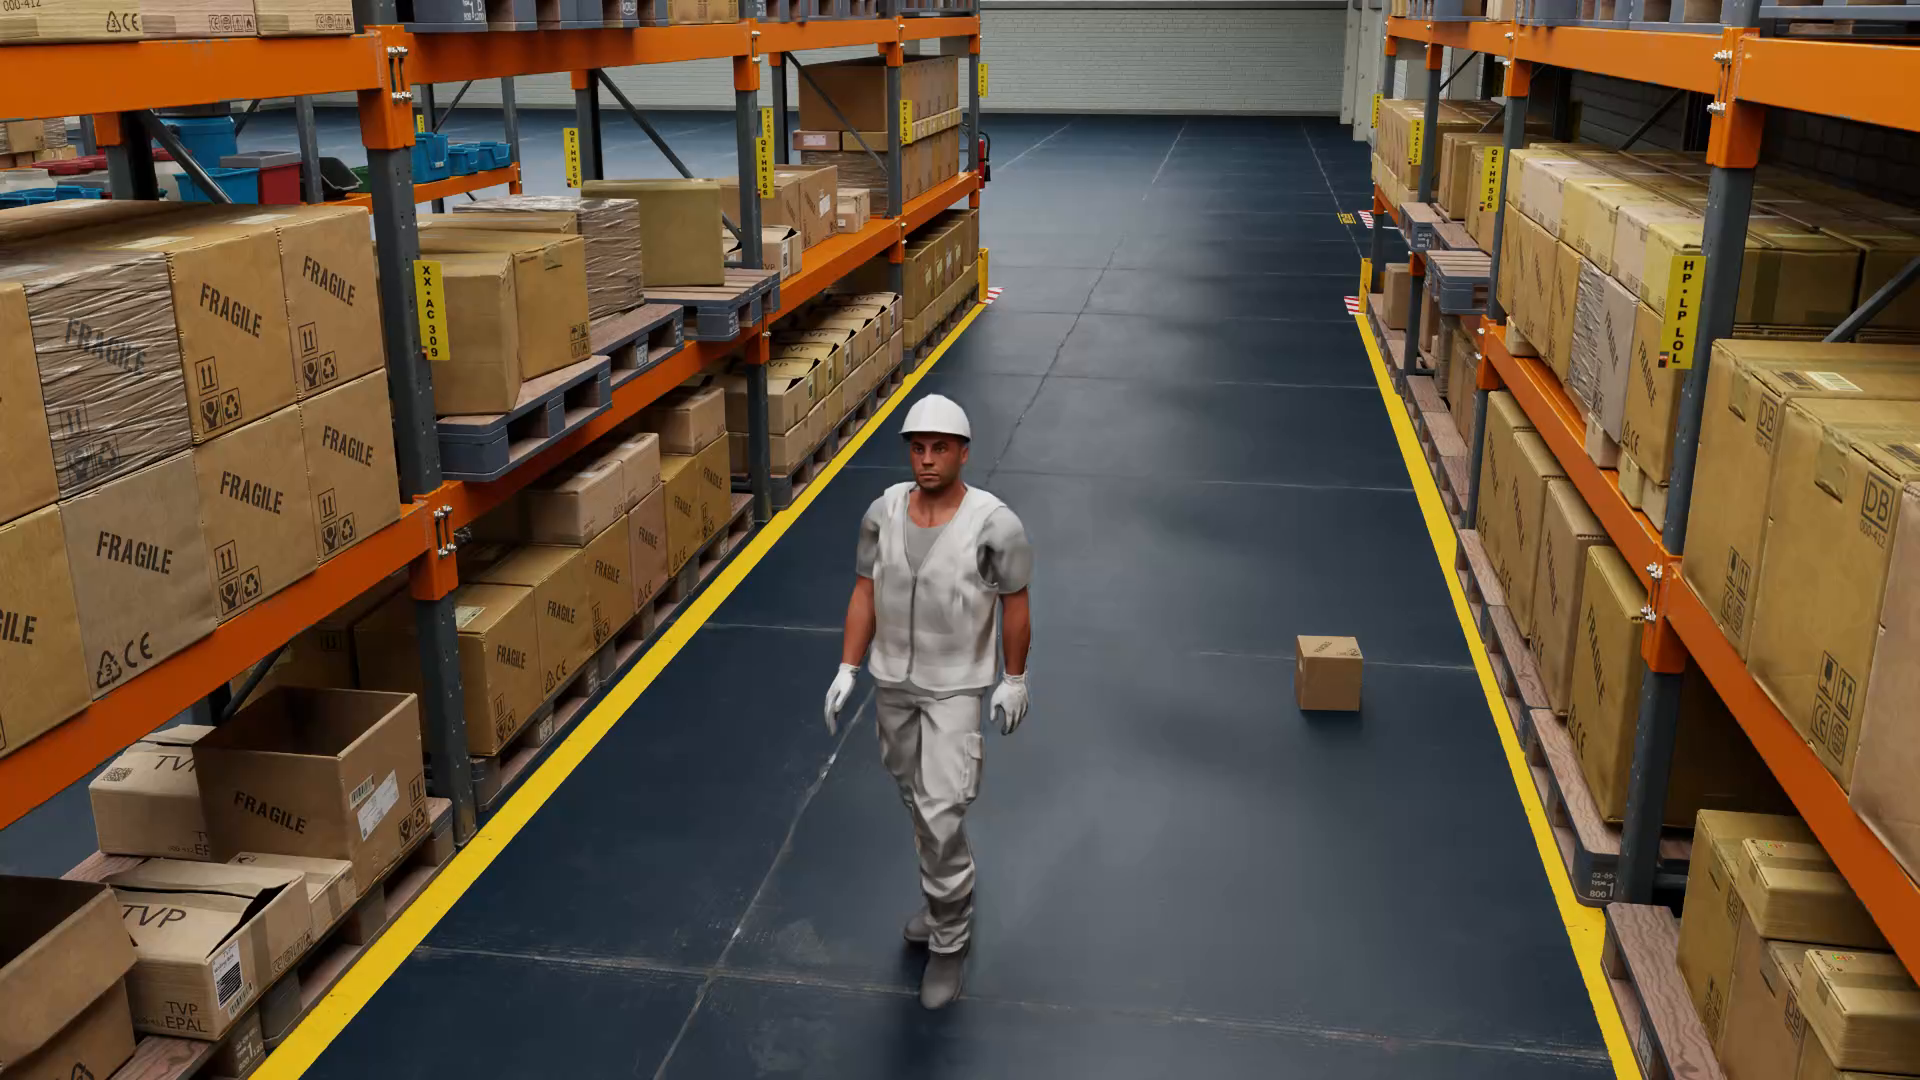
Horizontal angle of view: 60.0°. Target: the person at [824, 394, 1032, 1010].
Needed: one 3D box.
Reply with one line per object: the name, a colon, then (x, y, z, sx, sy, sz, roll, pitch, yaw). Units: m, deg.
person: (-0.107, 0.480, 5.033, 0.538, 1.841, 0.528, 9, 20, 26)
